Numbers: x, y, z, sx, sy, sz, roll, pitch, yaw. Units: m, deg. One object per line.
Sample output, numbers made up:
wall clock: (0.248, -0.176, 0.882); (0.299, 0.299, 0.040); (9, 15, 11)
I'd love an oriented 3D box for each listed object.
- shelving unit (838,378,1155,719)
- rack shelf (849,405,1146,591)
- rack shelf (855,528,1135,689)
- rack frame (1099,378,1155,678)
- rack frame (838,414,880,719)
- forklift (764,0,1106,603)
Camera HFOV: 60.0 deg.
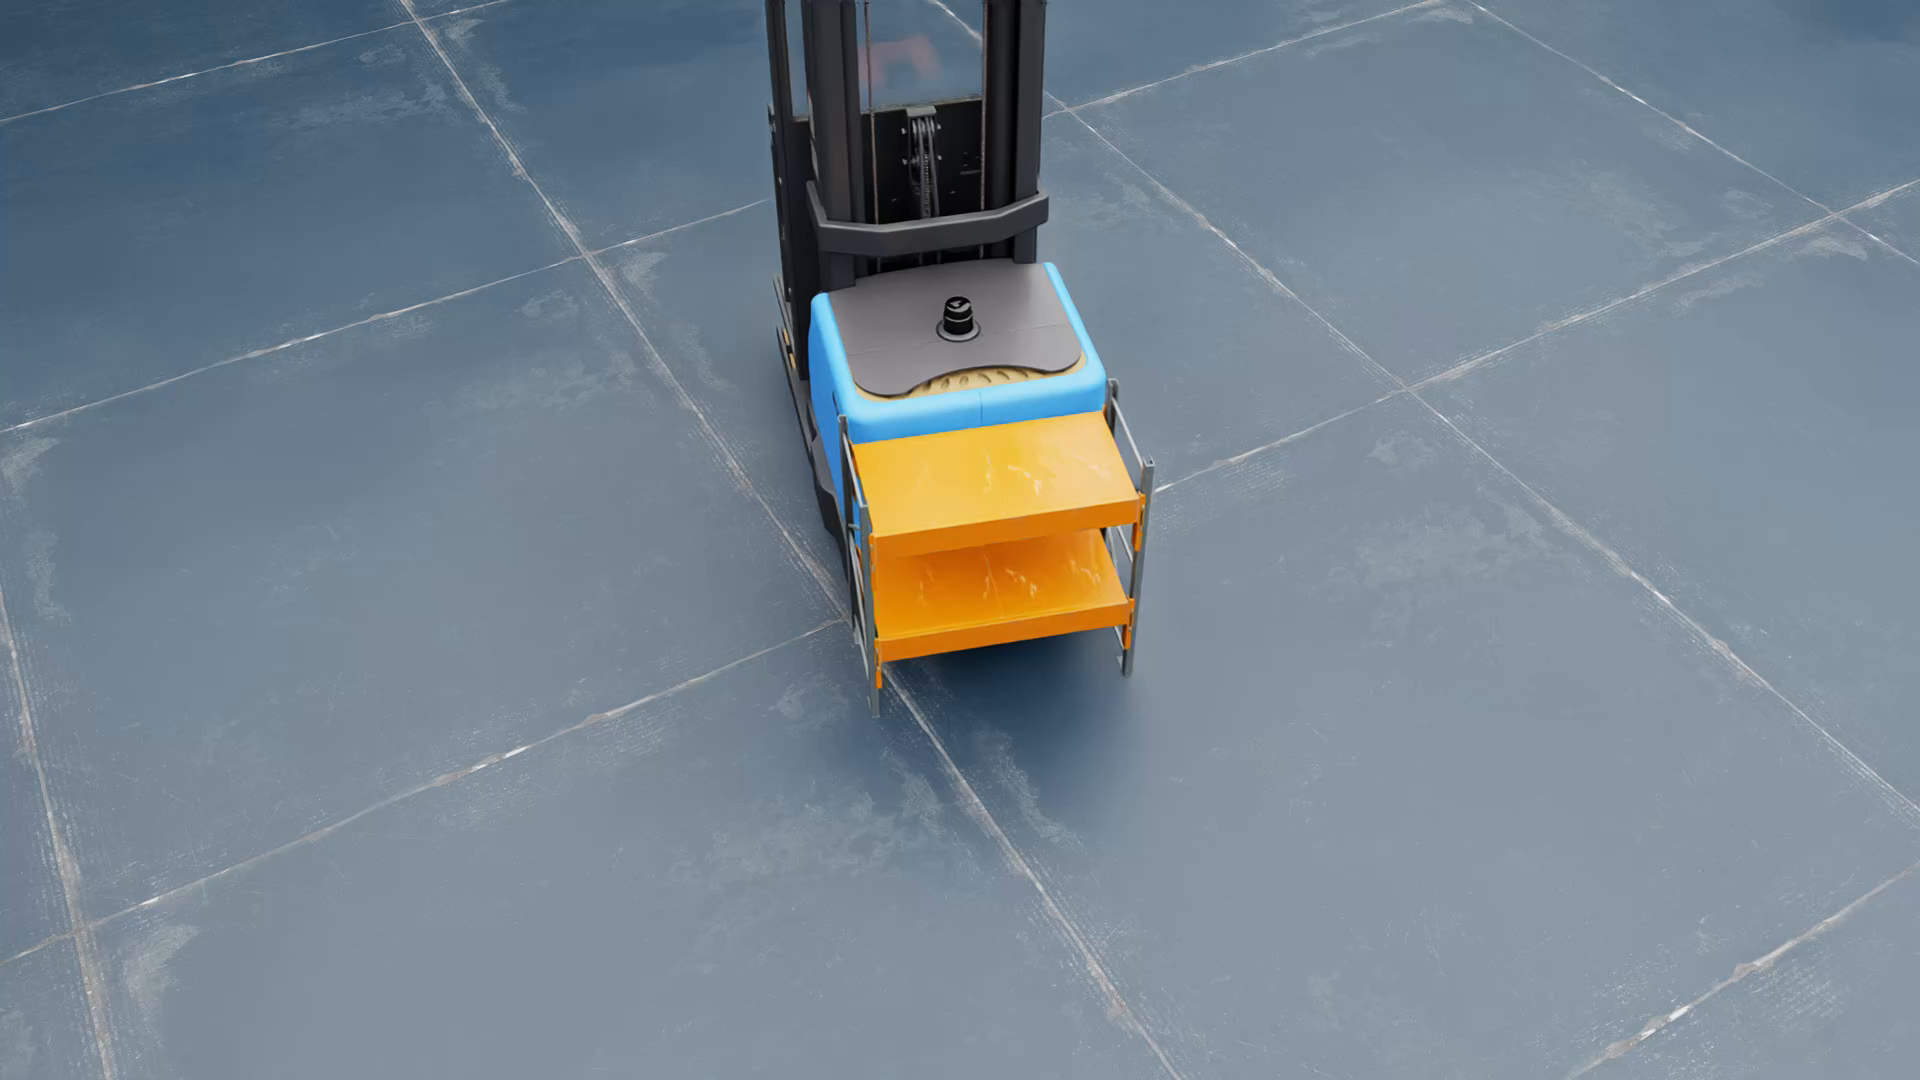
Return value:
shelving unit: (0.120, 0.046, 6.324); (1.048, 1.125, 0.538); (-8, 45, -9)
rack shelf: (0.120, -0.164, 6.120); (1.000, 0.278, 0.538); (-8, 45, -9)
rack shelf: (0.120, 0.222, 6.494); (1.000, 0.278, 0.538); (-8, 45, -9)
rack frame: (0.617, -0.027, 6.399); (0.032, 1.125, 0.500); (-8, 45, -9)
rack frame: (-0.378, 0.119, 6.248); (0.032, 1.125, 0.500); (-8, 45, -9)
forklift: (-0.262, -1.830, 6.960); (1.130, 2.935, 3.031); (-9, 45, -9)
